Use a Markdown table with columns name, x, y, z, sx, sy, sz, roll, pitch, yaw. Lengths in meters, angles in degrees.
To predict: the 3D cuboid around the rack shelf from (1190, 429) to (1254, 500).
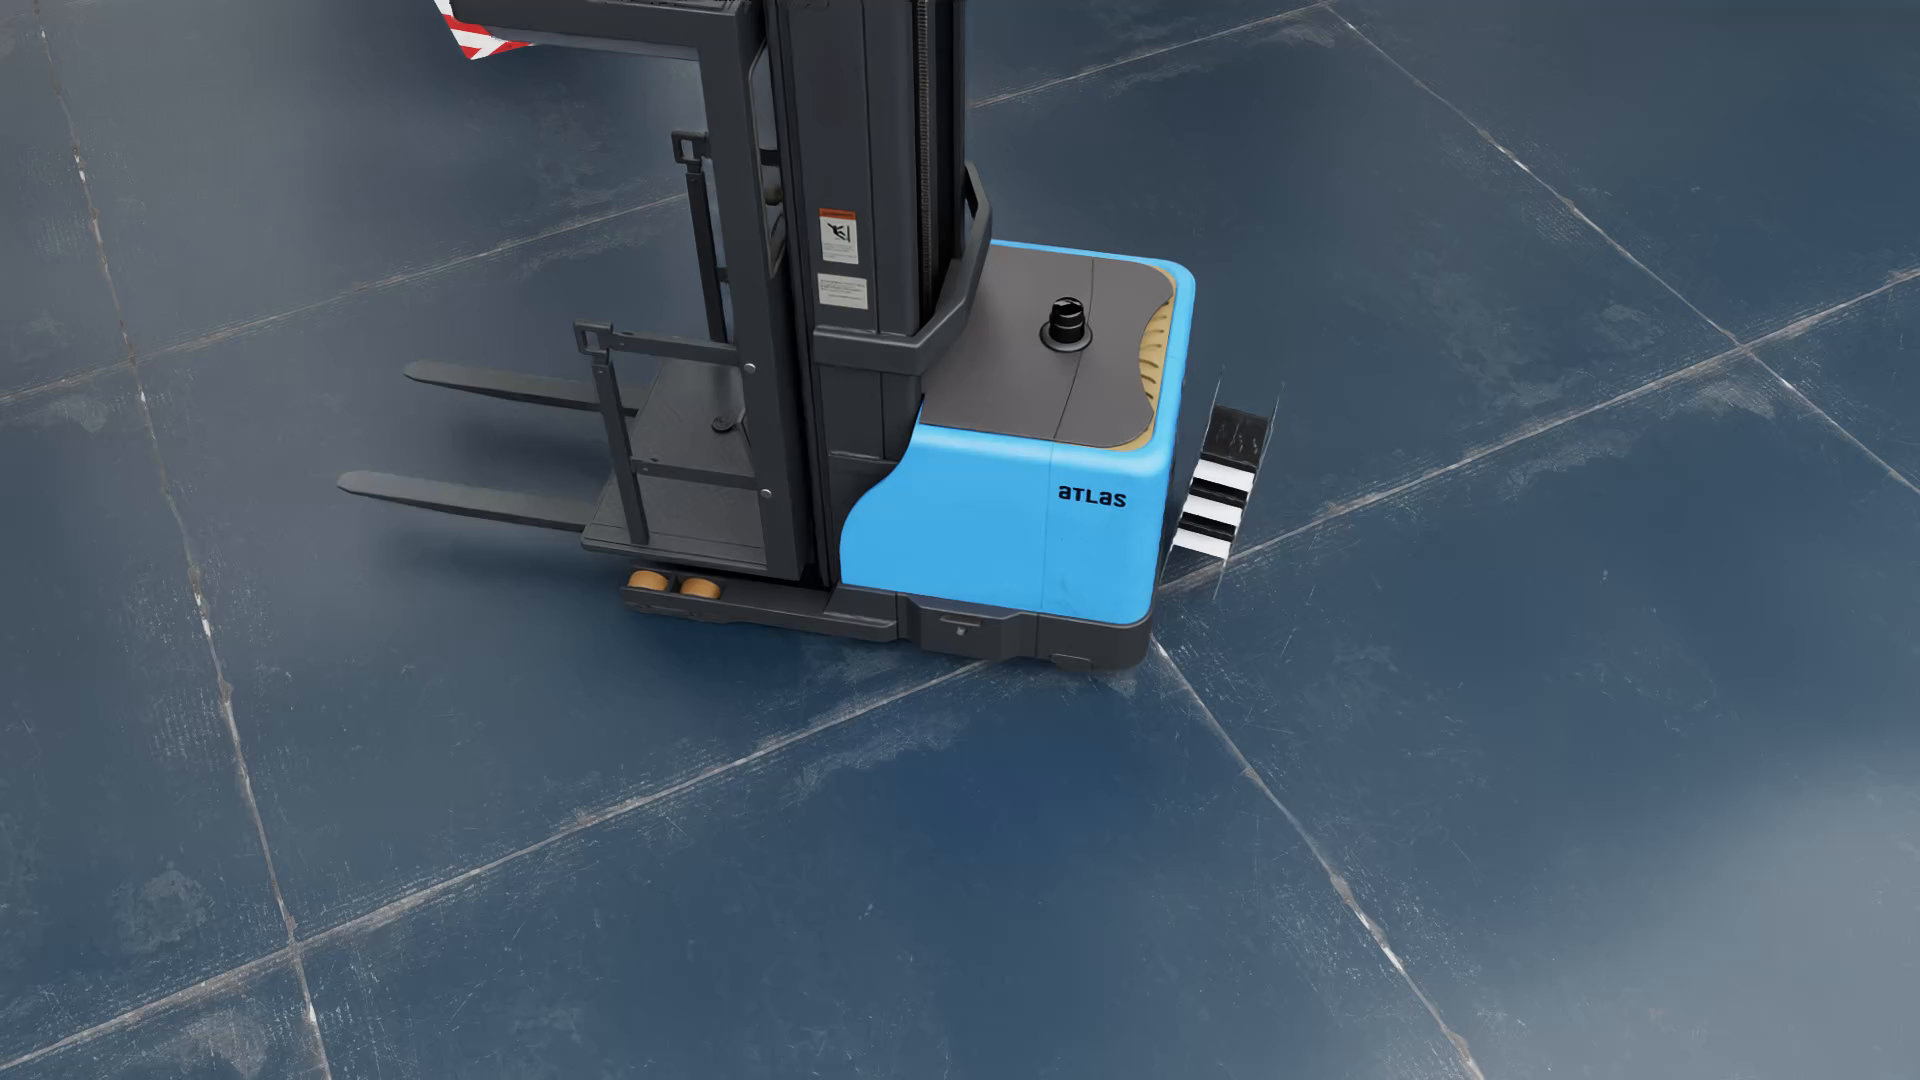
| name | x | y | z | sx | sy | sz | roll | pitch | yaw |
| --- | --- | --- | --- | --- | --- | --- | --- | --- | --- |
| rack shelf | 0.916 | -0.275 | 5.687 | 0.200 | 0.077 | 0.258 | 16 | 51 | 6 |

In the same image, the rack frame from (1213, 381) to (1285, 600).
| name | x | y | z | sx | sy | sz | roll | pitch | yaw |
| --- | --- | --- | --- | --- | --- | --- | --- | --- | --- |
| rack frame | 0.999 | -0.154 | 5.789 | 0.006 | 0.900 | 0.240 | 16 | 51 | 6 |

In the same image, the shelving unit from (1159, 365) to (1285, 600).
| name | x | y | z | sx | sy | sz | roll | pitch | yaw |
| --- | --- | --- | --- | --- | --- | --- | --- | --- | --- |
| shelving unit | 0.902 | -0.182 | 5.800 | 0.210 | 0.900 | 0.258 | 16 | 51 | 6 |

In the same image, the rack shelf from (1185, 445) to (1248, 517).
| name | x | y | z | sx | sy | sz | roll | pitch | yaw |
| --- | --- | --- | --- | --- | --- | --- | --- | --- | --- |
| rack shelf | 0.907 | -0.218 | 5.756 | 0.200 | 0.077 | 0.258 | 16 | 51 | 6 |

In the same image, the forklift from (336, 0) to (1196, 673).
| name | x | y | z | sx | sy | sz | roll | pitch | yaw |
| --- | --- | --- | --- | --- | --- | --- | --- | --- | --- |
| forklift | -0.754 | -1.054 | 5.224 | 3.031 | 2.935 | 1.130 | 8 | 49 | 7 |

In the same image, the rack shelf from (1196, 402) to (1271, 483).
| name | x | y | z | sx | sy | sz | roll | pitch | yaw |
| --- | --- | --- | --- | --- | --- | --- | --- | --- | --- |
| rack shelf | 0.924 | -0.332 | 5.618 | 0.200 | 0.077 | 0.258 | 16 | 51 | 6 |

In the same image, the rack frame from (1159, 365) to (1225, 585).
| name | x | y | z | sx | sy | sz | roll | pitch | yaw |
| --- | --- | --- | --- | --- | --- | --- | --- | --- | --- |
| rack frame | 0.805 | -0.209 | 5.811 | 0.006 | 0.900 | 0.240 | 16 | 51 | 6 |

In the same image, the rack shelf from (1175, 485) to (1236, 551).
| name | x | y | z | sx | sy | sz | roll | pitch | yaw |
| --- | --- | --- | --- | --- | --- | --- | --- | --- | --- |
| rack shelf | 0.890 | -0.103 | 5.894 | 0.200 | 0.077 | 0.258 | 16 | 51 | 6 |

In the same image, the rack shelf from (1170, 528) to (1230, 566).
| name | x | y | z | sx | sy | sz | roll | pitch | yaw |
| --- | --- | --- | --- | --- | --- | --- | --- | --- | --- |
| rack shelf | 0.882 | -0.046 | 5.963 | 0.200 | 0.077 | 0.258 | 16 | 51 | 6 |

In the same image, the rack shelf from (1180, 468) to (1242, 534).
| name | x | y | z | sx | sy | sz | roll | pitch | yaw |
| --- | --- | --- | --- | --- | --- | --- | --- | --- | --- |
| rack shelf | 0.899 | -0.160 | 5.825 | 0.200 | 0.077 | 0.258 | 16 | 51 | 6 |
